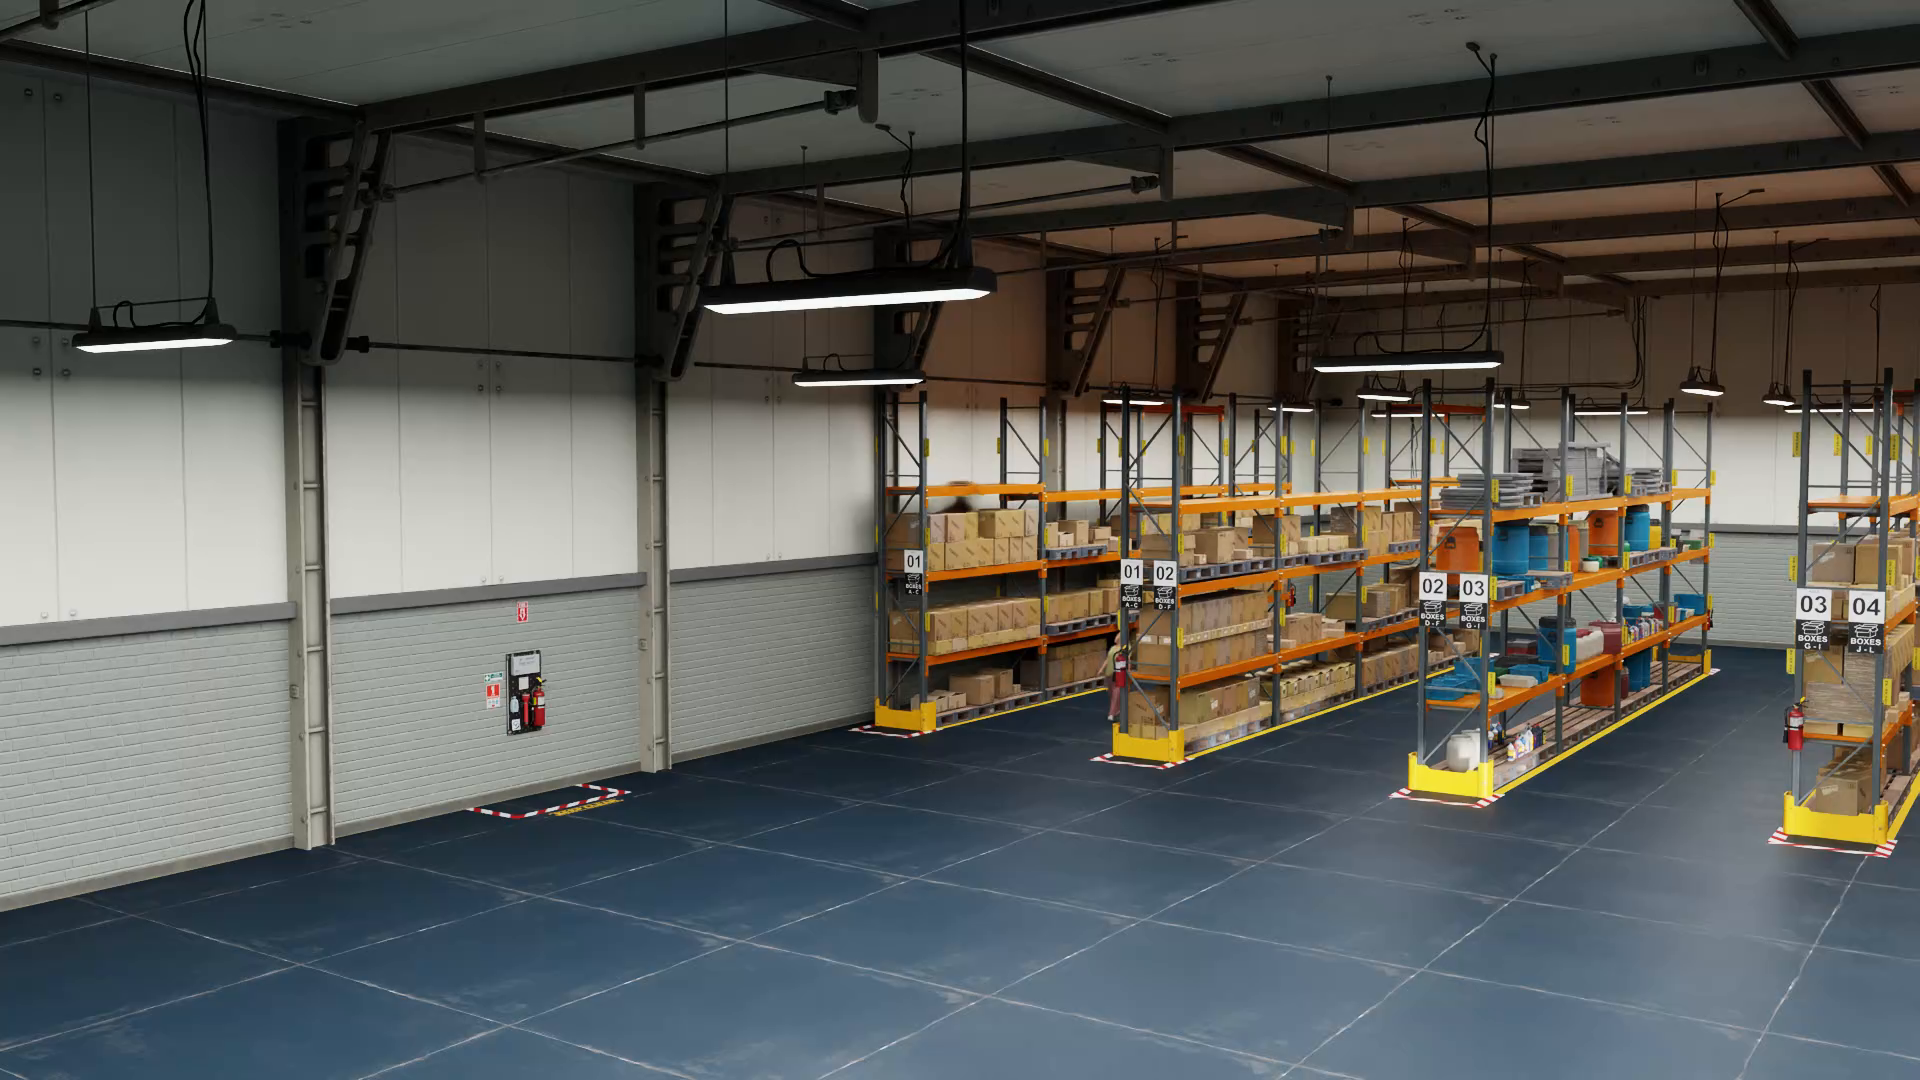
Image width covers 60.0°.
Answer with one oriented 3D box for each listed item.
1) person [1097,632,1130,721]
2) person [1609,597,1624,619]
[{"bbox_3d":[2.830,2.495,30.641,0.573,1.604,1.006,2,4,27],"label":"person"},{"bbox_3d":[14.208,2.113,36.089,0.643,1.781,0.563,1,3,23],"label":"person"}]
